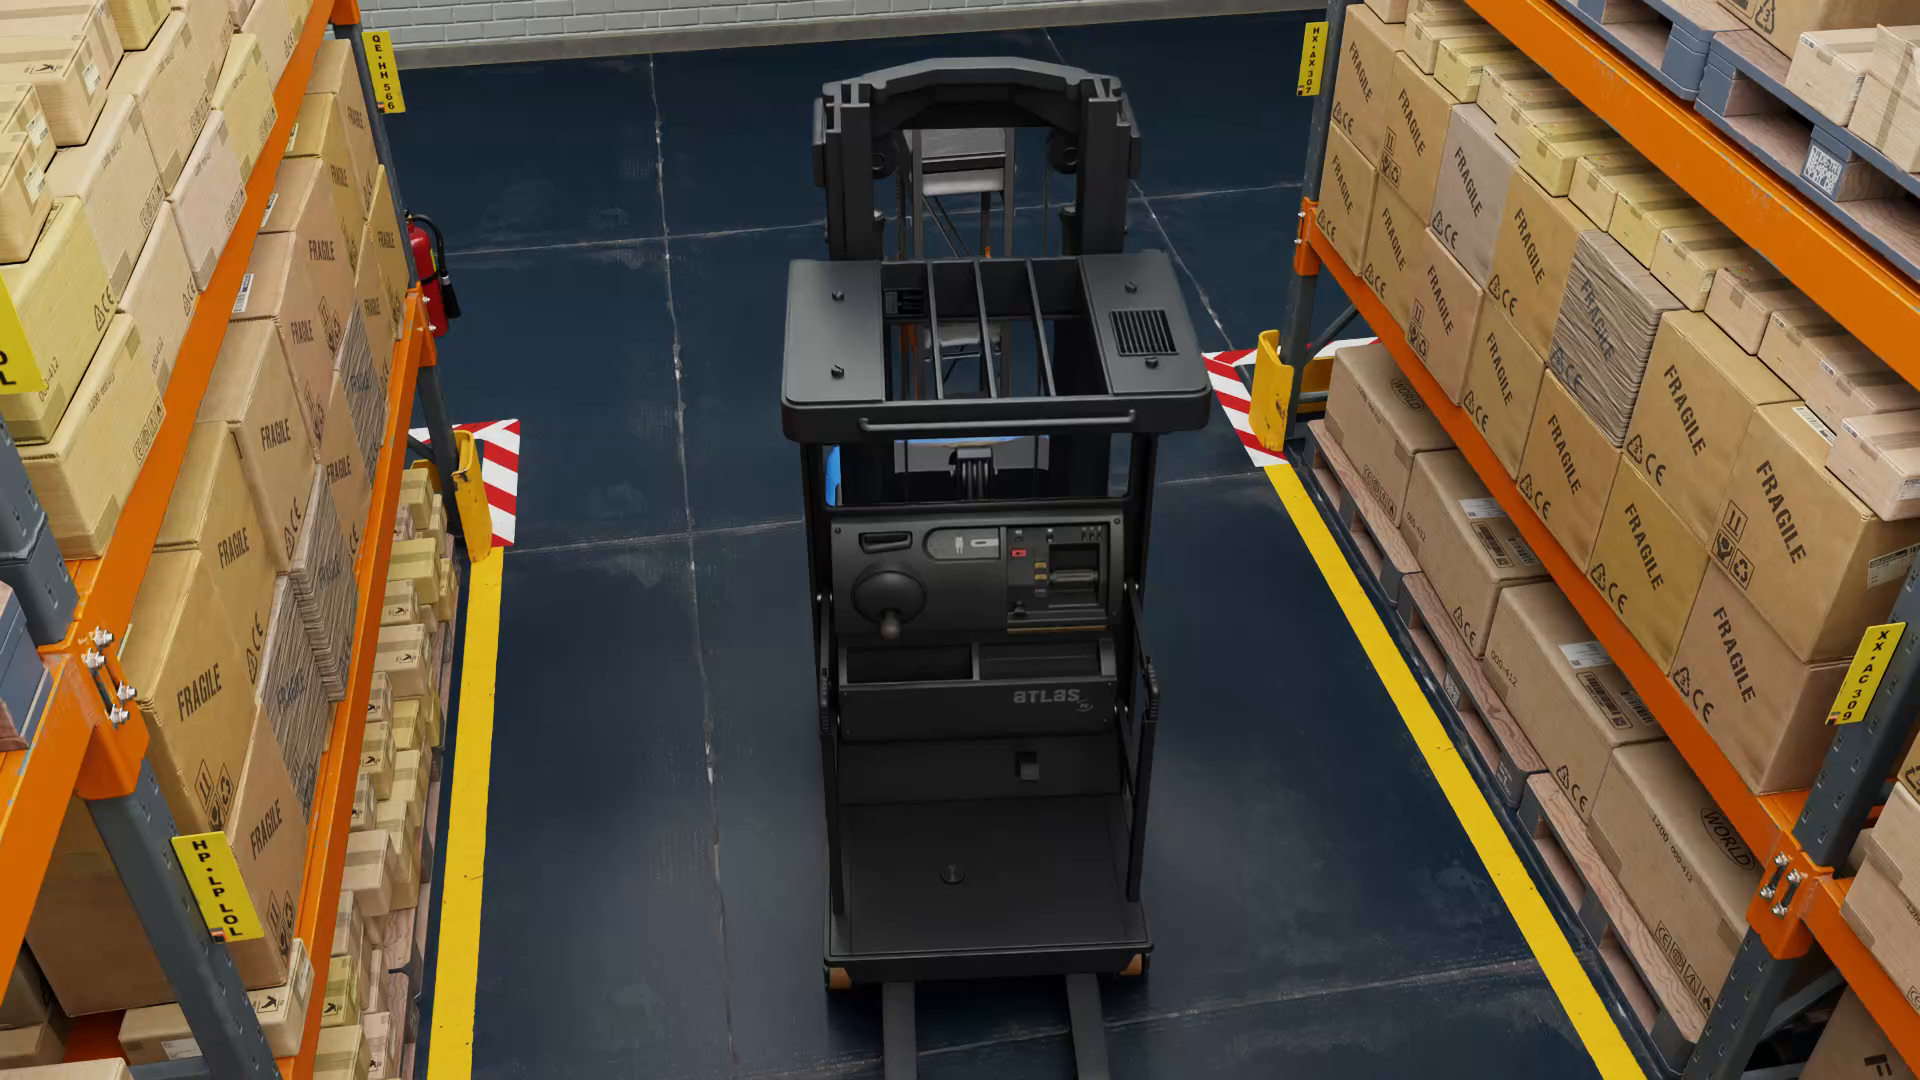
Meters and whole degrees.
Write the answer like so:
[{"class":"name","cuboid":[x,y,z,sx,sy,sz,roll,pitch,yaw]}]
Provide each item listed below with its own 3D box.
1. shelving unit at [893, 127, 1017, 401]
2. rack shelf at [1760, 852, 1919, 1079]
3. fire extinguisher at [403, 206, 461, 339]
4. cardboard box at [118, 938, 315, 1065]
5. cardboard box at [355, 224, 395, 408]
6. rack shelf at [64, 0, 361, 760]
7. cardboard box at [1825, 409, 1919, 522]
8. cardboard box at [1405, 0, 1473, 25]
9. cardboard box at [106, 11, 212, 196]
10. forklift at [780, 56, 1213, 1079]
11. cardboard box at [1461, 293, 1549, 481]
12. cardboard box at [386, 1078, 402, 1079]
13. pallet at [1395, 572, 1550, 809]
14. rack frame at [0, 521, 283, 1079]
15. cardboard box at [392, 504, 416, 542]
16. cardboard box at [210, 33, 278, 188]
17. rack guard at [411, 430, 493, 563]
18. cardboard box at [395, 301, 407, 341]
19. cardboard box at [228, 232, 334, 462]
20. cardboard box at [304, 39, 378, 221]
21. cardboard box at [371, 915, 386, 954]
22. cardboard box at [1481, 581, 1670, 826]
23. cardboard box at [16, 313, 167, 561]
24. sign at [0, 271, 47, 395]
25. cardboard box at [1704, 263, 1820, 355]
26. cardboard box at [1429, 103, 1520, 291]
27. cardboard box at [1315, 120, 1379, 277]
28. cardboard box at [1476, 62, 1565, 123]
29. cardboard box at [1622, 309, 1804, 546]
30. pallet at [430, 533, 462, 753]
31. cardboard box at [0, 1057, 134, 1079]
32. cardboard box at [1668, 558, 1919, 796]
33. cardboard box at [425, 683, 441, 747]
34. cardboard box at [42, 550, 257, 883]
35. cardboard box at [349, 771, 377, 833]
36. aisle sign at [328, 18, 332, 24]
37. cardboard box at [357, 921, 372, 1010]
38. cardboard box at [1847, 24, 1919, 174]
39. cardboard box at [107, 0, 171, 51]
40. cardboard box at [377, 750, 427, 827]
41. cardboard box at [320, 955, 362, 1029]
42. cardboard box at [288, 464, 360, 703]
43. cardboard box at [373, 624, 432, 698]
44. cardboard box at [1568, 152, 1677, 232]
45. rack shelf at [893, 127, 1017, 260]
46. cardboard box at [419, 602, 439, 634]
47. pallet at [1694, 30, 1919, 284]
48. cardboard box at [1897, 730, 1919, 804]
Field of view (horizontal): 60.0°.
[{"class":"shelving unit","cuboid":[-0.029,-0.929,7.235,0.431,2.100,0.503,-6,38,-8]},{"class":"rack shelf","cuboid":[3.131,2.138,3.139,1.077,0.370,4.000,-6,38,-8]},{"class":"fire extinguisher","cuboid":[-2.367,-1.201,7.217,0.296,0.674,0.183,-6,38,-8]},{"class":"cardboard box","cuboid":[-1.803,1.132,4.052,0.380,0.149,0.250,-5,38,-6]},{"class":"cardboard box","cuboid":[-2.359,-0.778,5.983,0.500,0.500,0.500,-7,38,-9]},{"class":"rack shelf","cuboid":[-2.426,-0.869,4.565,1.077,0.370,4.000,-6,38,-8]},{"class":"cardboard box","cuboid":[2.413,-0.196,4.132,0.380,0.149,0.250,-7,38,-9]},{"class":"cardboard box","cuboid":[1.985,-2.066,6.539,0.380,0.149,0.250,-5,38,-7]},{"class":"cardboard box","cuboid":[-2.081,-1.007,3.870,0.500,0.250,0.500,-6,38,-7]},{"class":"forklift","cuboid":[0.072,0.183,5.125,1.130,2.935,3.031,-2,38,-3]},{"class":"cardboard box","cuboid":[2.172,-0.576,5.965,0.500,0.500,0.500,-5,38,-6]},{"class":"cardboard box","cuboid":[-1.870,1.784,4.990,0.380,0.149,0.250,-5,38,-7]},{"class":"pallet","cuboid":[2.507,0.541,6.882,1.003,0.211,1.213,-6,38,-8]},{"class":"rack frame","cuboid":[-2.076,1.239,3.710,1.000,3.000,0.127,-6,38,-8]},{"class":"cardboard box","cuboid":[-2.447,-0.001,6.803,0.380,0.149,0.250,-6,38,-7]},{"class":"cardboard box","cuboid":[-2.154,-1.128,4.434,0.500,0.250,0.500,-5,38,-6]},{"class":"rack guard","cuboid":[-2.763,-0.144,7.527,1.175,0.500,0.348,-6,38,-8]},{"class":"cardboard box","cuboid":[-2.441,-0.911,6.682,0.380,0.149,0.250,-6,38,-8]},{"class":"cardboard box","cuboid":[-2.167,-0.540,4.862,0.500,0.500,0.500,-7,38,-10]},{"class":"cardboard box","cuboid":[-2.452,-1.479,6.069,0.500,0.500,0.500,-7,38,-9]},{"class":"cardboard box","cuboid":[-2.140,1.333,5.571,0.380,0.149,0.250,-8,39,-10]},{"class":"cardboard box","cuboid":[2.618,0.561,6.330,0.875,0.438,0.875,-7,38,-9]},{"class":"cardboard box","cuboid":[-1.897,-0.194,3.232,0.500,0.250,0.500,-4,38,-6]},{"class":"sign","cuboid":[-1.530,-0.367,2.590,0.100,0.325,0.005,-6,38,-8]},{"class":"cardboard box","cuboid":[2.377,-0.670,4.742,0.380,0.149,0.250,-7,38,-8]},{"class":"cardboard box","cuboid":[2.078,-1.262,6.033,0.500,0.500,0.500,-7,38,-8]},{"class":"cardboard box","cuboid":[1.880,-1.489,7.140,0.500,0.500,0.500,-7,38,-8]},{"class":"cardboard box","cuboid":[2.079,-1.586,5.922,0.380,0.149,0.250,-6,38,-8]},{"class":"cardboard box","cuboid":[2.345,-0.351,4.860,0.500,0.500,0.500,-7,38,-9]},{"class":"pallet","cuboid":[-2.656,0.465,6.979,1.003,0.211,1.213,-6,38,-8]},{"class":"cardboard box","cuboid":[-1.813,1.159,3.190,0.380,0.149,0.250,-5,38,-6]},{"class":"cardboard box","cuboid":[2.447,0.354,4.768,0.500,0.500,0.500,-6,38,-8]},{"class":"cardboard box","cuboid":[-2.210,0.687,6.402,0.380,0.149,0.250,-8,39,-10]},{"class":"cardboard box","cuboid":[-1.915,0.389,3.665,0.500,0.500,0.500,-5,38,-7]},{"class":"cardboard box","cuboid":[-2.176,0.941,5.591,0.380,0.149,0.250,-8,39,-10]},{"class":"aisle sign","cuboid":[-2.494,-2.280,6.120,0.394,0.787,0.004,-6,38,-8]},{"class":"cardboard box","cuboid":[-2.079,1.379,5.269,0.380,0.149,0.250,-8,39,-10]},{"class":"cardboard box","cuboid":[2.353,-1.042,3.887,0.396,0.266,0.258,-5,38,-6]},{"class":"cardboard box","cuboid":[-2.071,-1.242,3.848,0.380,0.149,0.250,-4,38,-6]},{"class":"cardboard box","cuboid":[-2.105,0.899,5.886,0.380,0.149,0.250,-6,38,-7]},{"class":"cardboard box","cuboid":[-2.015,1.414,4.982,0.380,0.149,0.250,-7,38,-9]},{"class":"cardboard box","cuboid":[-2.061,0.150,4.788,0.500,0.500,0.500,-7,38,-9]},{"class":"cardboard box","cuboid":[-2.192,0.461,6.208,0.380,0.149,0.250,-5,38,-6]},{"class":"cardboard box","cuboid":[2.193,-1.122,5.324,0.380,0.149,0.250,-6,38,-8]},{"class":"rack shelf","cuboid":[-0.029,-1.471,6.813,0.431,0.518,0.480,-6,38,-8]},{"class":"cardboard box","cuboid":[-2.310,0.268,6.699,0.380,0.149,0.250,-8,39,-10]},{"class":"pallet","cuboid":[2.647,-0.999,4.218,1.003,0.211,1.213,-6,38,-8]},{"class":"cardboard box","cuboid":[2.574,0.508,3.754,0.500,0.500,0.500,-6,38,-7]}]
